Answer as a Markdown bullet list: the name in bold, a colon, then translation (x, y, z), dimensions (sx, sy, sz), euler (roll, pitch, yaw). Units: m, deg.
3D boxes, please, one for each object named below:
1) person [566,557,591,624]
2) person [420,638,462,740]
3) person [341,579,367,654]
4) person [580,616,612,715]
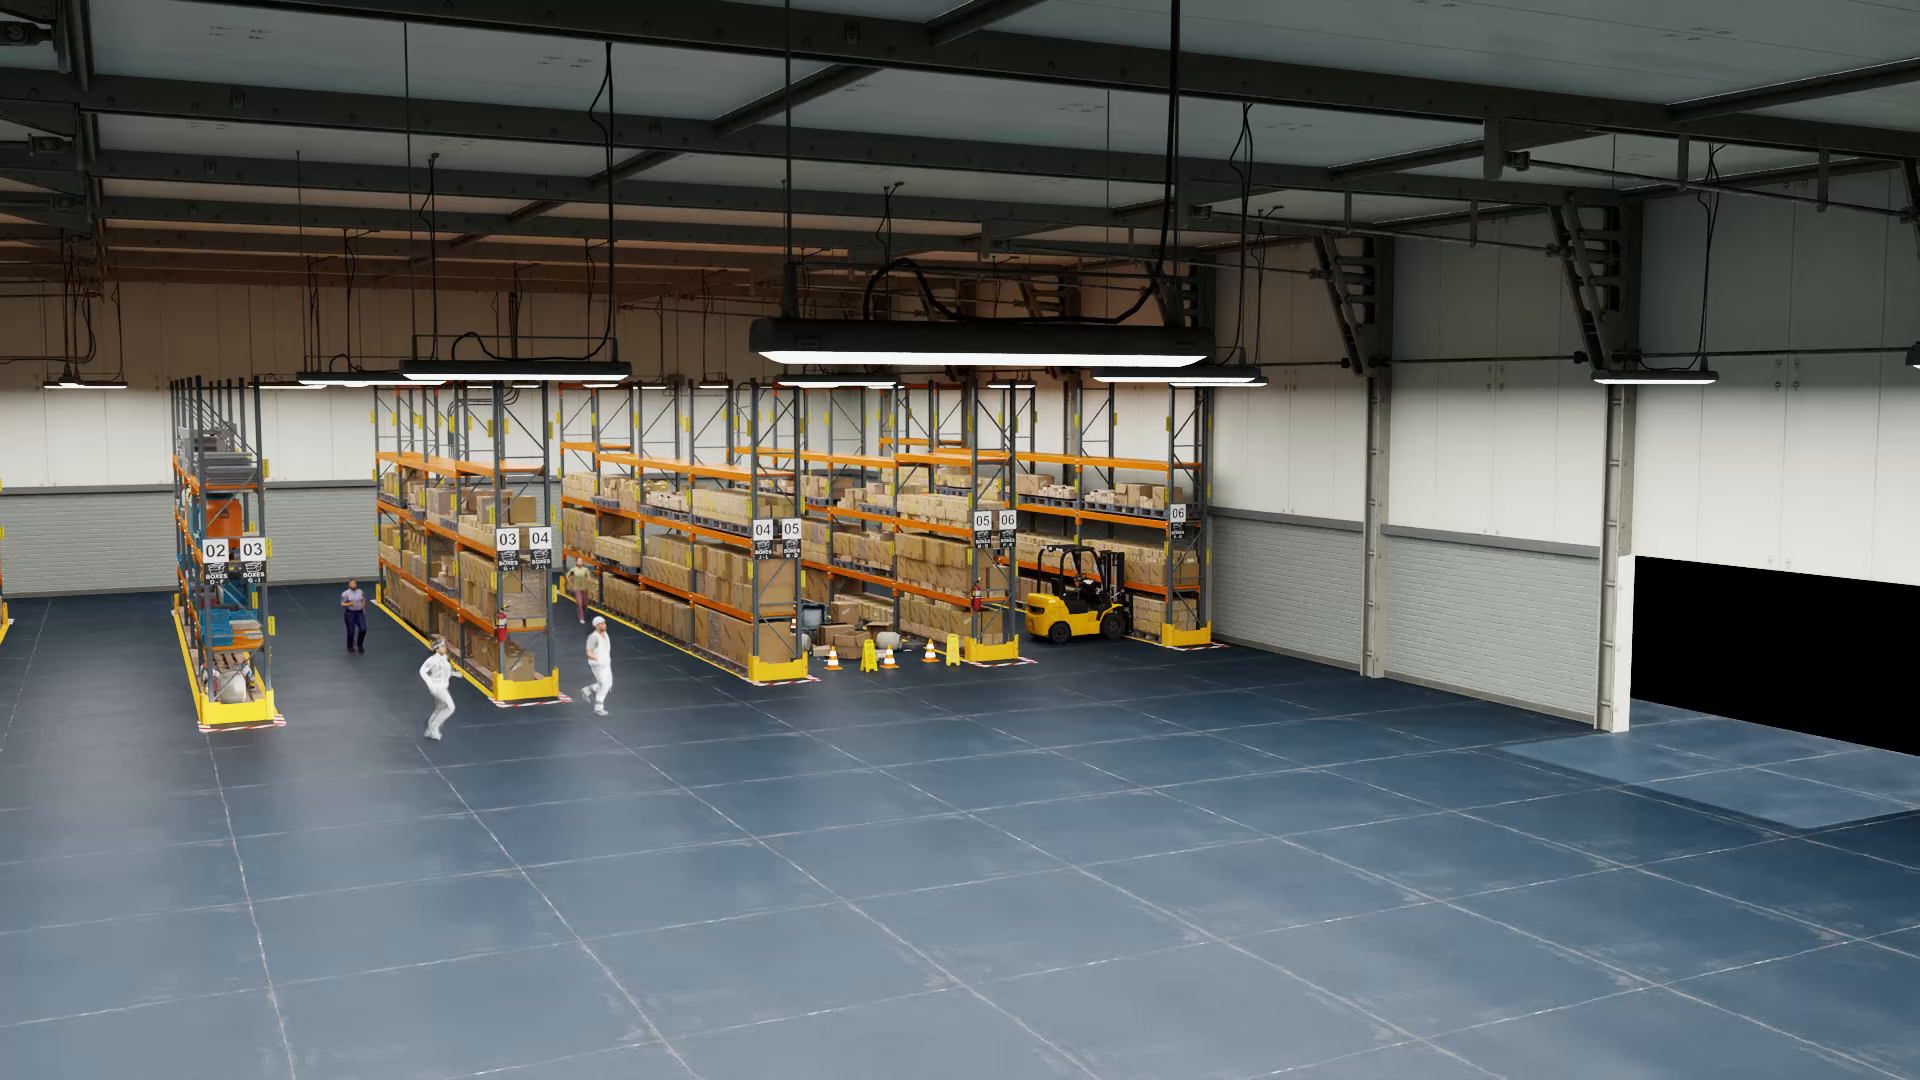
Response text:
- **person**: translation (-9.436, 1.231, 41.264), dimensions (0.590, 1.641, 0.867), euler (-3, 6, -27)
- **person**: translation (-8.543, 2.446, 27.437), dimensions (0.624, 1.674, 0.589), euler (0, 5, 5)
- **person**: translation (-13.235, 1.683, 36.375), dimensions (0.586, 1.676, 0.661), euler (-4, 6, -36)
- **person**: translation (-6.481, 2.228, 29.620), dimensions (0.676, 1.761, 0.670), euler (1, 5, 16)
